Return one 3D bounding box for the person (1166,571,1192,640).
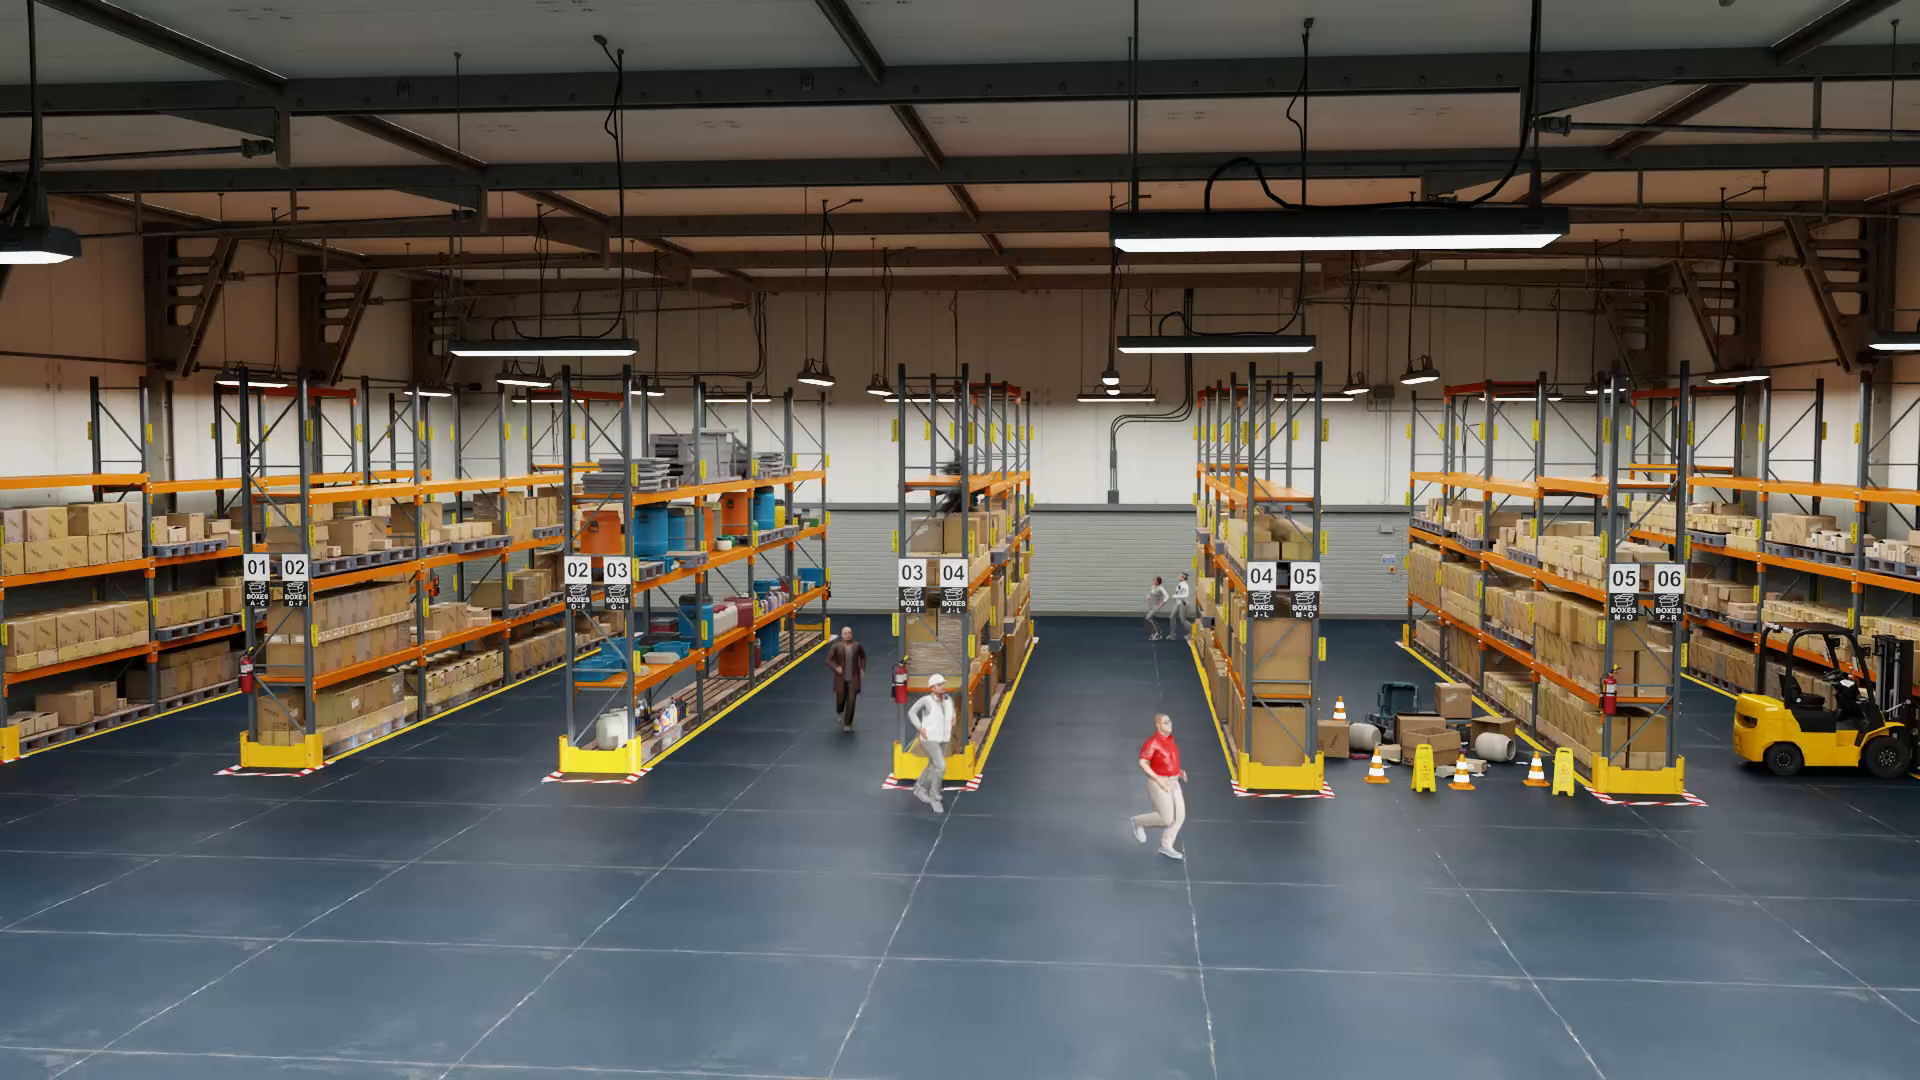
[{"bbox_3d":[5.384,1.595,40.280,0.724,1.723,0.612,-1,4,-11],"label":"person"}]

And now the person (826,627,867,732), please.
[{"bbox_3d":[-1.909,2.331,28.033,0.709,1.737,0.757,-1,4,-11],"label":"person"}]

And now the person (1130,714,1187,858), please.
[{"bbox_3d":[2.375,2.910,19.771,0.646,1.691,0.672,3,5,40],"label":"person"}]

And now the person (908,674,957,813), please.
[{"bbox_3d":[-0.340,2.699,22.261,0.669,1.841,0.733,-3,5,-43],"label":"person"}]

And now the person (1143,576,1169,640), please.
[{"bbox_3d":[4.704,1.647,40.087,0.572,1.565,0.615,-2,4,-24],"label":"person"}]
